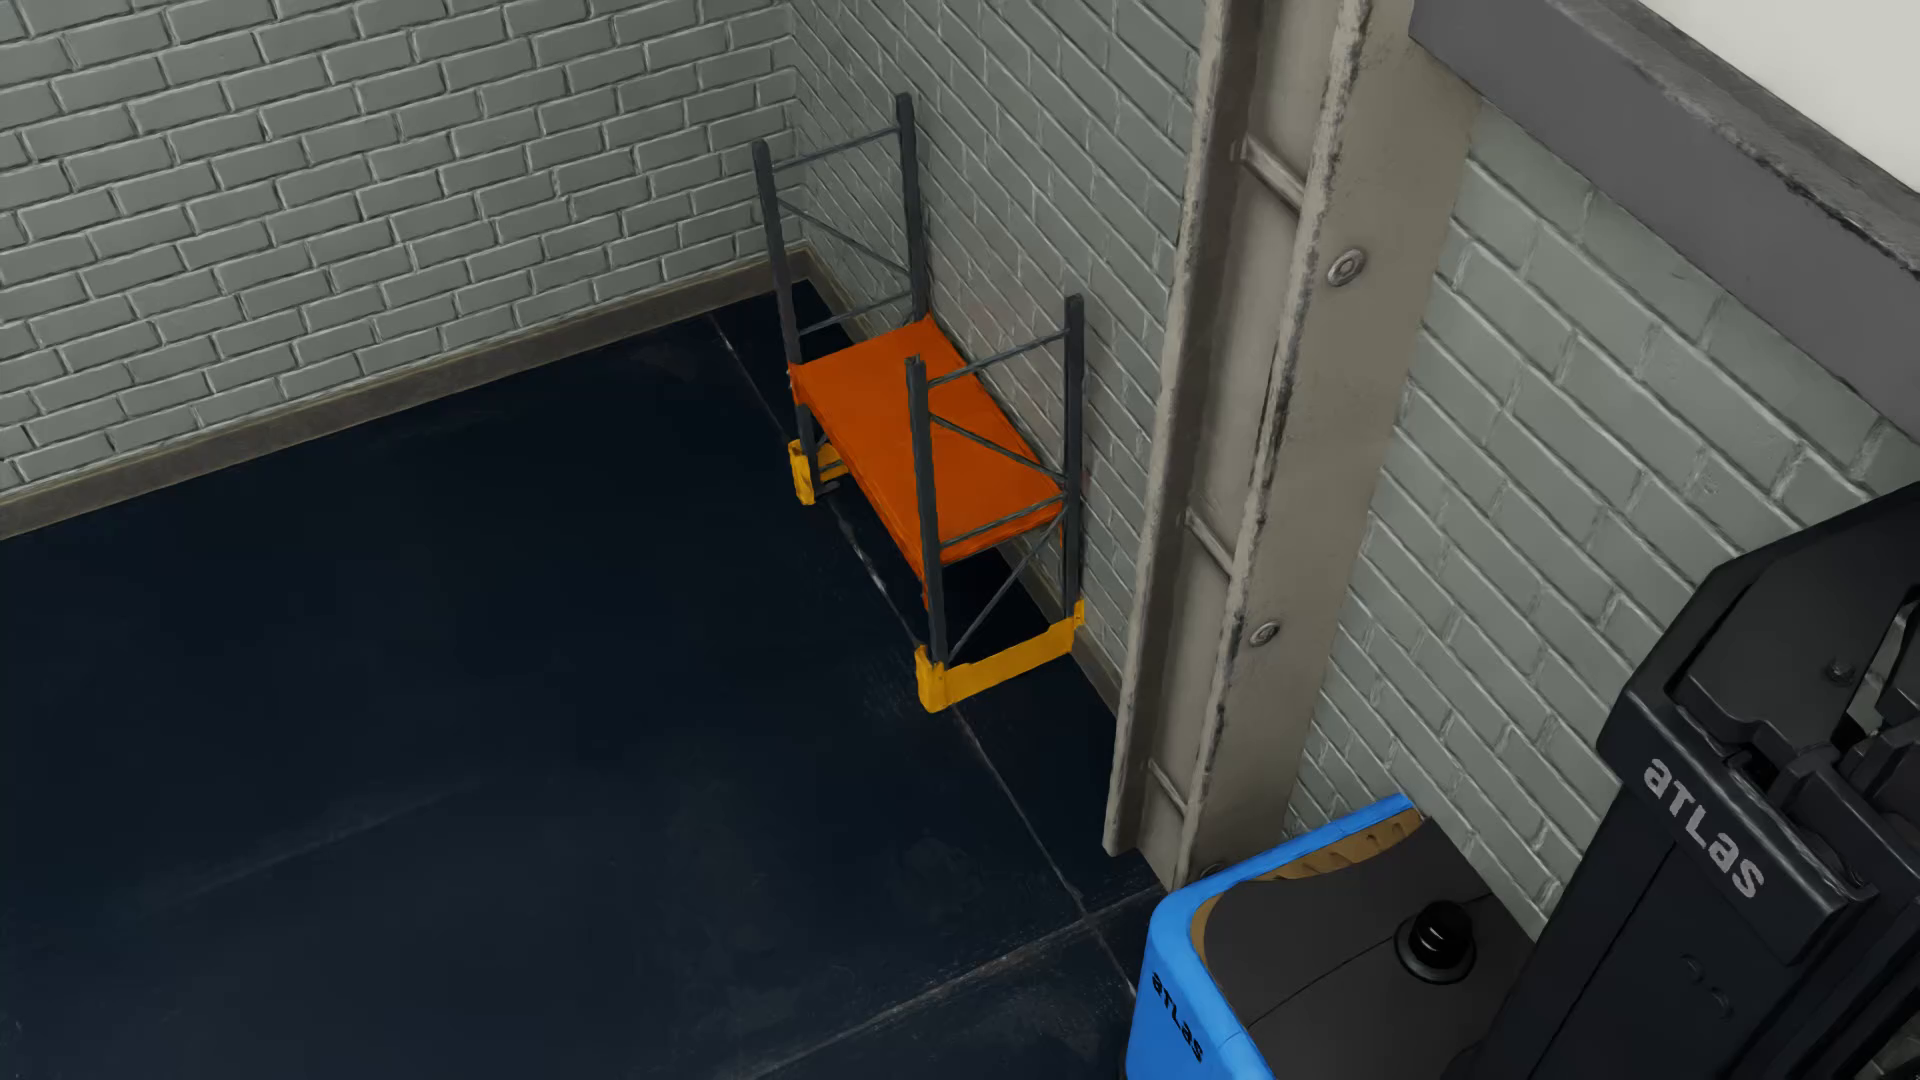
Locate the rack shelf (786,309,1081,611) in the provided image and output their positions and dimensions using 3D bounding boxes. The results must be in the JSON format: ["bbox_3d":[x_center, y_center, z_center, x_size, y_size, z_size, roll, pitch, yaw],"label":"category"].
[{"bbox_3d":[-0.101,-0.276,5.215,0.538,0.185,1.000,-23,52,-15],"label":"rack shelf"}]

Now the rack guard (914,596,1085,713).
[{"bbox_3d":[0.139,0.338,5.268,0.587,0.250,0.087,-23,52,-15],"label":"rack guard"}]

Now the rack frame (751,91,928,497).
[{"bbox_3d":[-0.338,-0.733,5.377,0.500,1.500,0.032,-23,52,-15],"label":"rack frame"}]

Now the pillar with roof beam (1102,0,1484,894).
[{"bbox_3d":[-3.180,-0.498,0.207,9.100,9.000,0.400,-21,52,-18],"label":"pillar with roof beam"}]

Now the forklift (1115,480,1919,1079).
[{"bbox_3d":[1.487,1.386,2.590,1.130,2.935,3.031,-20,52,-16],"label":"forklift"}]

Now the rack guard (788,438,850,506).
[{"bbox_3d":[-0.311,-0.330,5.854,0.587,0.250,0.087,-23,52,-15],"label":"rack guard"}]

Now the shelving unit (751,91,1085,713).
[{"bbox_3d":[-0.112,-0.398,5.083,0.587,1.500,1.083,-23,52,-15],"label":"shelving unit"}]

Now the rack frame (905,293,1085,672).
[{"bbox_3d":[0.122,-0.051,4.779,0.500,1.500,0.032,-23,52,-15],"label":"rack frame"}]
